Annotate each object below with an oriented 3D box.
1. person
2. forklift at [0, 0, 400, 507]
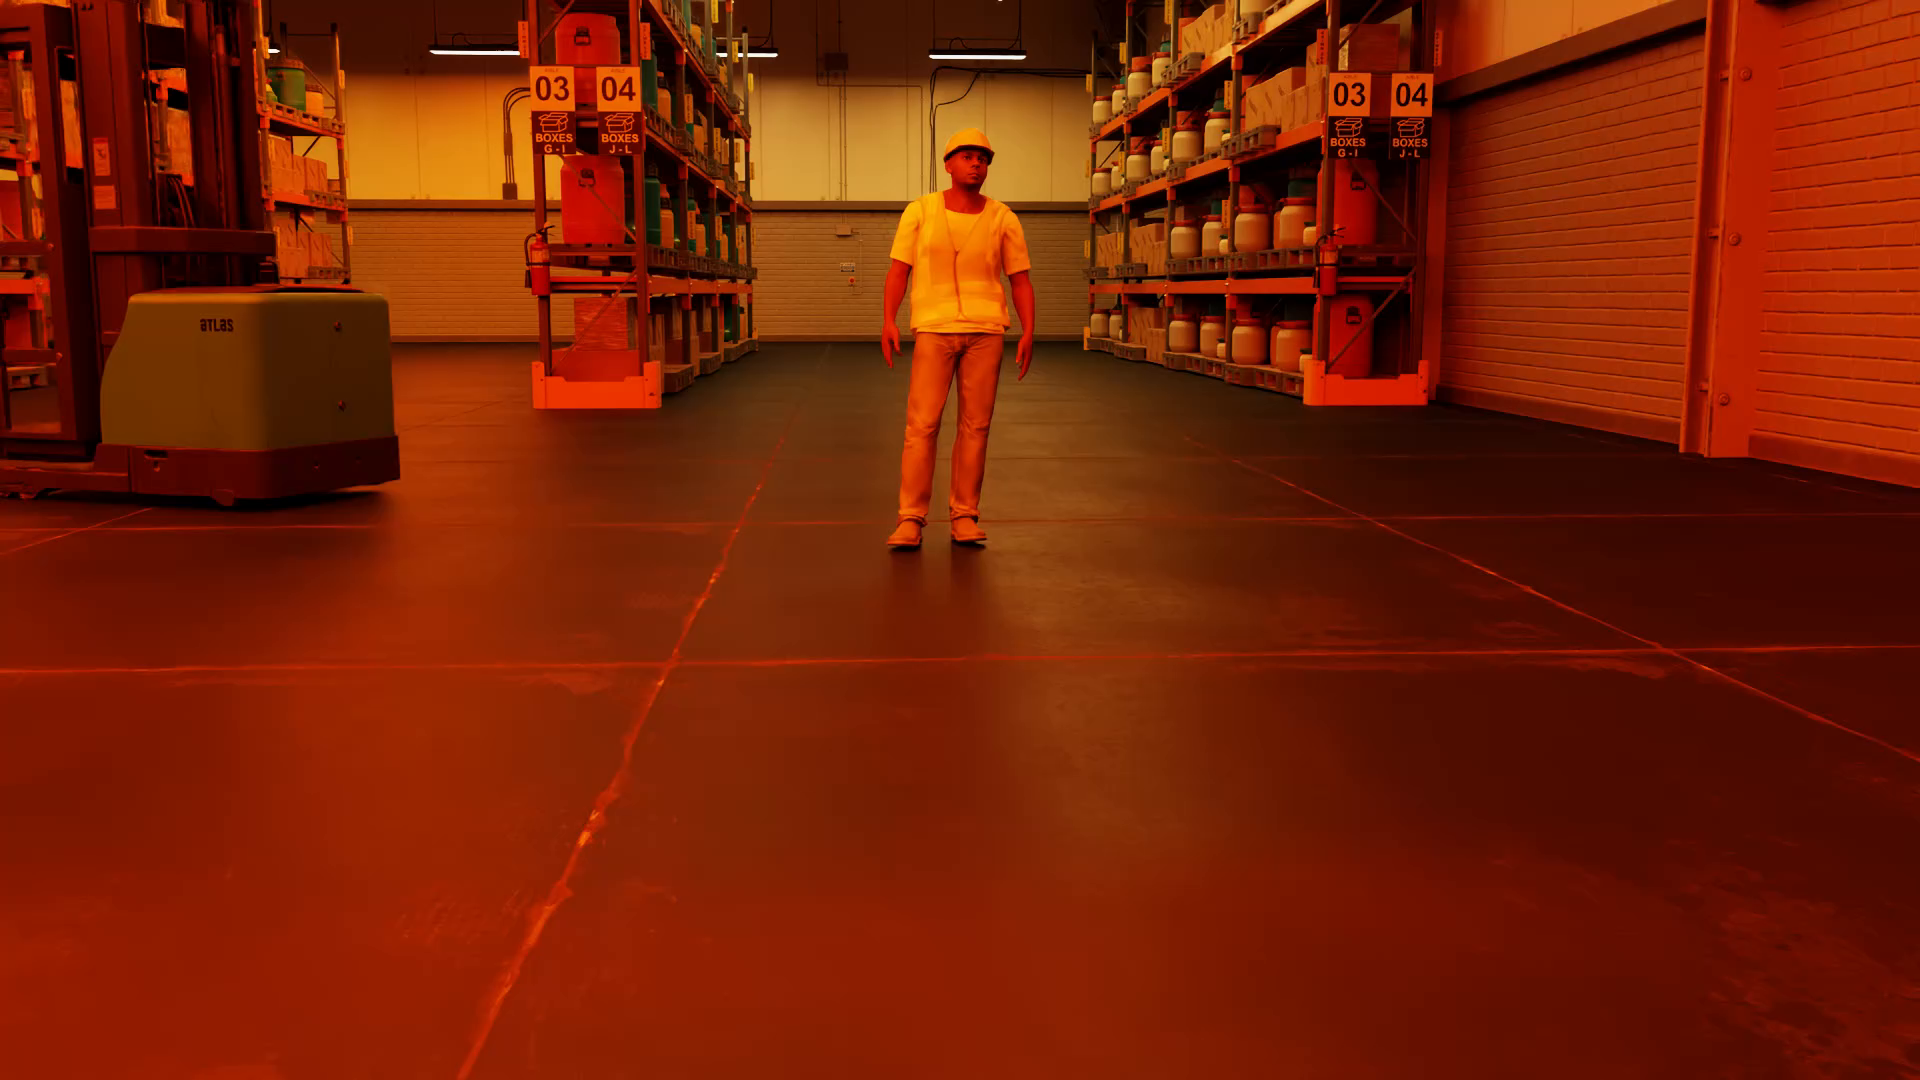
[{"bbox_3d":[-0.002,-0.871,7.110,0.665,1.765,0.577,-1,8,-4],"label":"person"},{"bbox_3d":[-4.614,-1.730,8.980,3.031,2.935,1.130,3,9,22],"label":"forklift"}]
